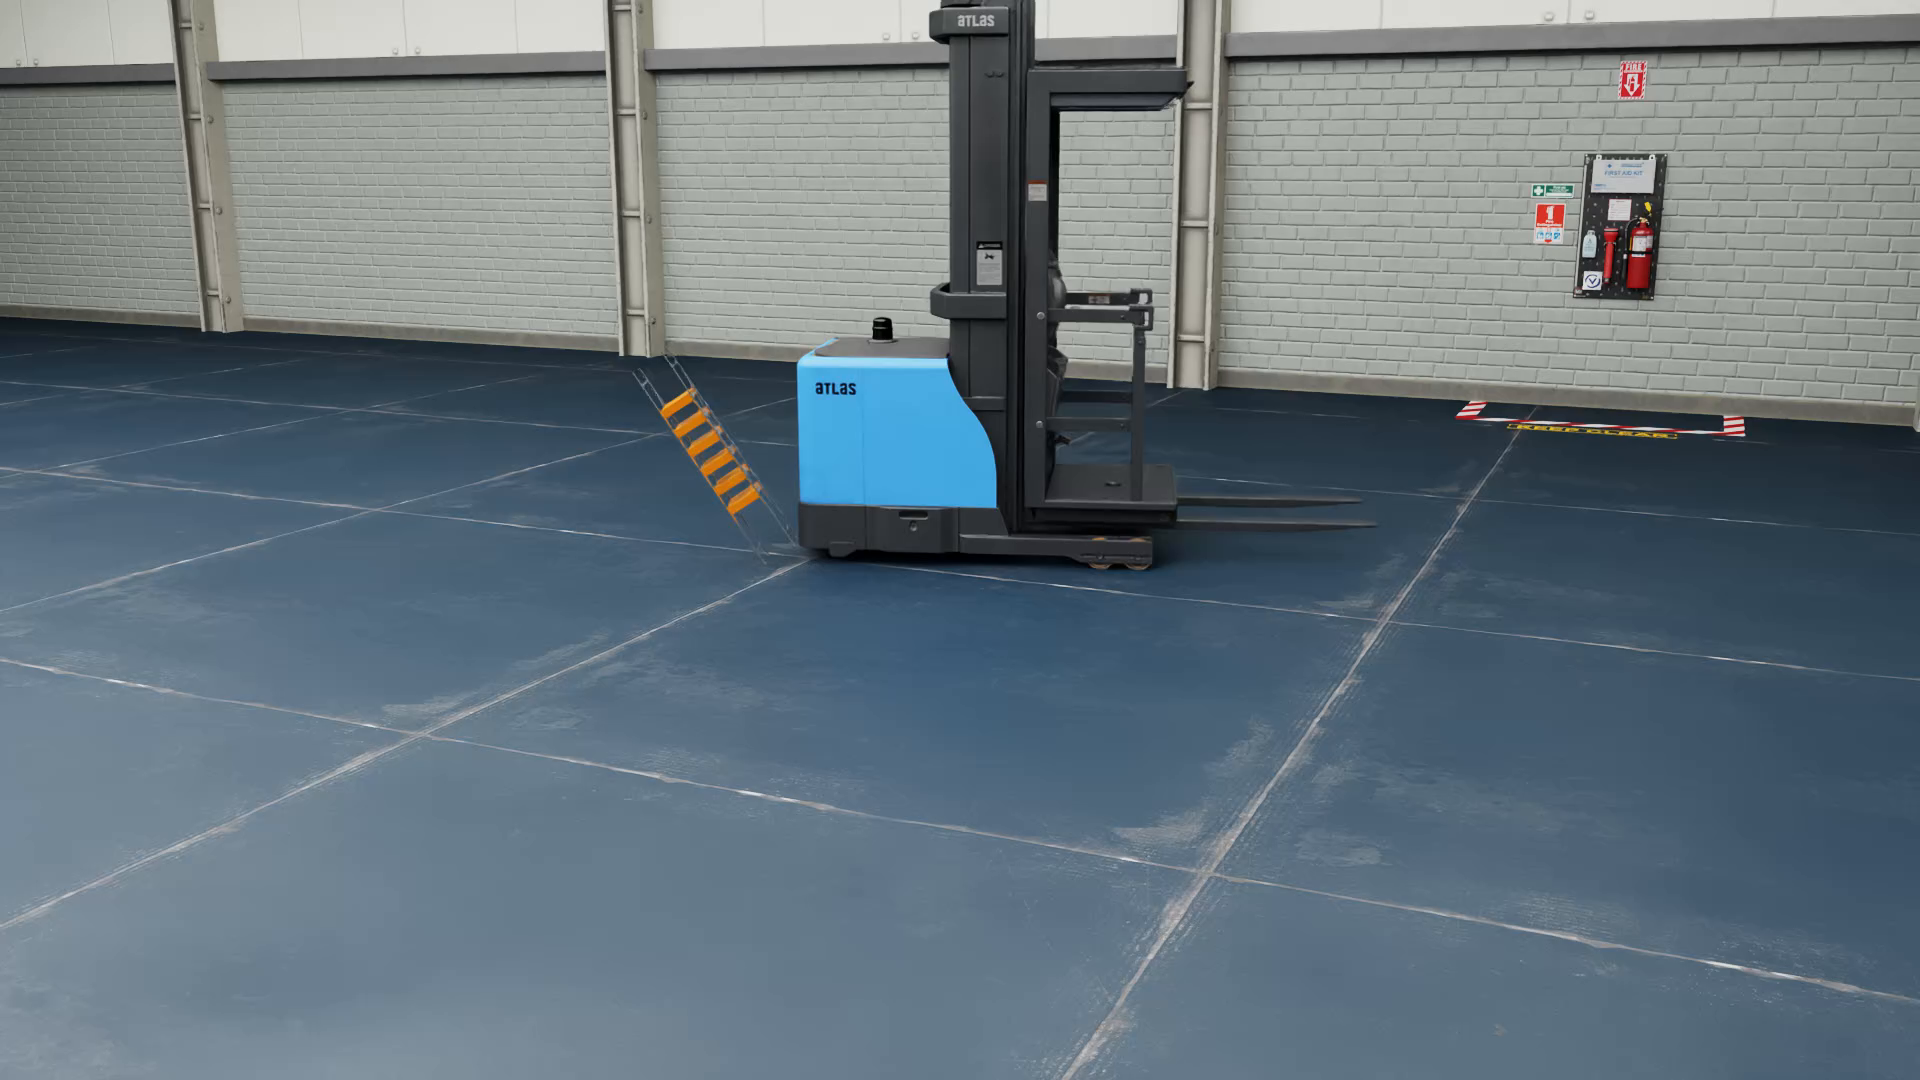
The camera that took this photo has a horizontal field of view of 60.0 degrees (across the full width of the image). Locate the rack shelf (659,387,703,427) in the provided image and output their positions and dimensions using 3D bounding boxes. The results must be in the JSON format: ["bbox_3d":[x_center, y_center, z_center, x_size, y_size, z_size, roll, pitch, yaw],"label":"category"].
[{"bbox_3d":[-1.436,-0.692,8.595,0.180,0.103,0.258,-32,13,5],"label":"rack shelf"}]

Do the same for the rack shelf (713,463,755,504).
[{"bbox_3d":[-1.179,-0.301,8.700,0.180,0.103,0.258,-32,13,5],"label":"rack shelf"}]

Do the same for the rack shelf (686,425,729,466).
[{"bbox_3d":[-1.308,-0.496,8.647,0.180,0.103,0.258,-32,13,5],"label":"rack shelf"}]

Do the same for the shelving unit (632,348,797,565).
[{"bbox_3d":[-1.267,-0.435,8.664,0.189,1.200,0.258,-32,13,5],"label":"shelving unit"}]

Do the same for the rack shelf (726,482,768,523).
[{"bbox_3d":[-1.114,-0.203,8.726,0.180,0.103,0.258,-32,13,5],"label":"rack shelf"}]

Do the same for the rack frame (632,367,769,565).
[{"bbox_3d":[-1.344,-0.386,8.671,0.006,1.200,0.240,-32,13,5],"label":"rack frame"}]

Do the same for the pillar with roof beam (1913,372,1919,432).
[{"bbox_3d":[5.872,-4.330,8.011,0.400,9.000,9.100,6,14,23],"label":"pillar with roof beam"}]

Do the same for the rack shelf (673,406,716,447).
[{"bbox_3d":[-1.372,-0.594,8.621,0.180,0.103,0.258,-32,13,5],"label":"rack shelf"}]

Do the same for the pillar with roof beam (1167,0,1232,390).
[{"bbox_3d":[0.386,-4.886,10.377,0.400,9.000,9.100,6,14,23],"label":"pillar with roof beam"}]

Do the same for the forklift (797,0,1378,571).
[{"bbox_3d":[0.693,-1.397,8.791,3.031,2.935,1.130,1,13,6],"label":"forklift"}]

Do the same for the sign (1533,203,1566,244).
[{"bbox_3d":[4.908,-2.636,13.842,0.234,0.329,0.001,6,14,23],"label":"sign"}]

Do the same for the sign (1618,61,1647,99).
[{"bbox_3d":[5.405,-3.696,13.364,0.199,0.298,0.001,6,14,23],"label":"sign"}]

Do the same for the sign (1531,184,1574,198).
[{"bbox_3d":[4.908,-2.891,13.772,0.331,0.109,0.001,6,14,23],"label":"sign"}]

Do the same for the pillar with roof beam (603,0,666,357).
[{"bbox_3d":[-5.100,-5.441,12.743,0.400,9.000,9.100,6,14,23],"label":"pillar with roof beam"}]

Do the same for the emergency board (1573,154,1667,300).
[{"bbox_3d":[5.372,-2.545,13.537,0.643,1.169,0.194,6,14,23],"label":"emergency board"}]

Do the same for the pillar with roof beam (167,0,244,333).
[{"bbox_3d":[-10.586,-5.996,15.109,0.400,9.000,9.100,6,14,23],"label":"pillar with roof beam"}]

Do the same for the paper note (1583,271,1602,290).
[{"bbox_3d":[5.238,-2.147,13.769,0.142,0.148,0.016,6,14,23],"label":"paper note"}]

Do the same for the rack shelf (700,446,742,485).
[{"bbox_3d":[-1.243,-0.398,8.674,0.180,0.103,0.258,-32,13,5],"label":"rack shelf"}]

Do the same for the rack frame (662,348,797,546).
[{"bbox_3d":[-1.190,-0.483,8.656,0.006,1.200,0.240,-32,13,5],"label":"rack frame"}]
